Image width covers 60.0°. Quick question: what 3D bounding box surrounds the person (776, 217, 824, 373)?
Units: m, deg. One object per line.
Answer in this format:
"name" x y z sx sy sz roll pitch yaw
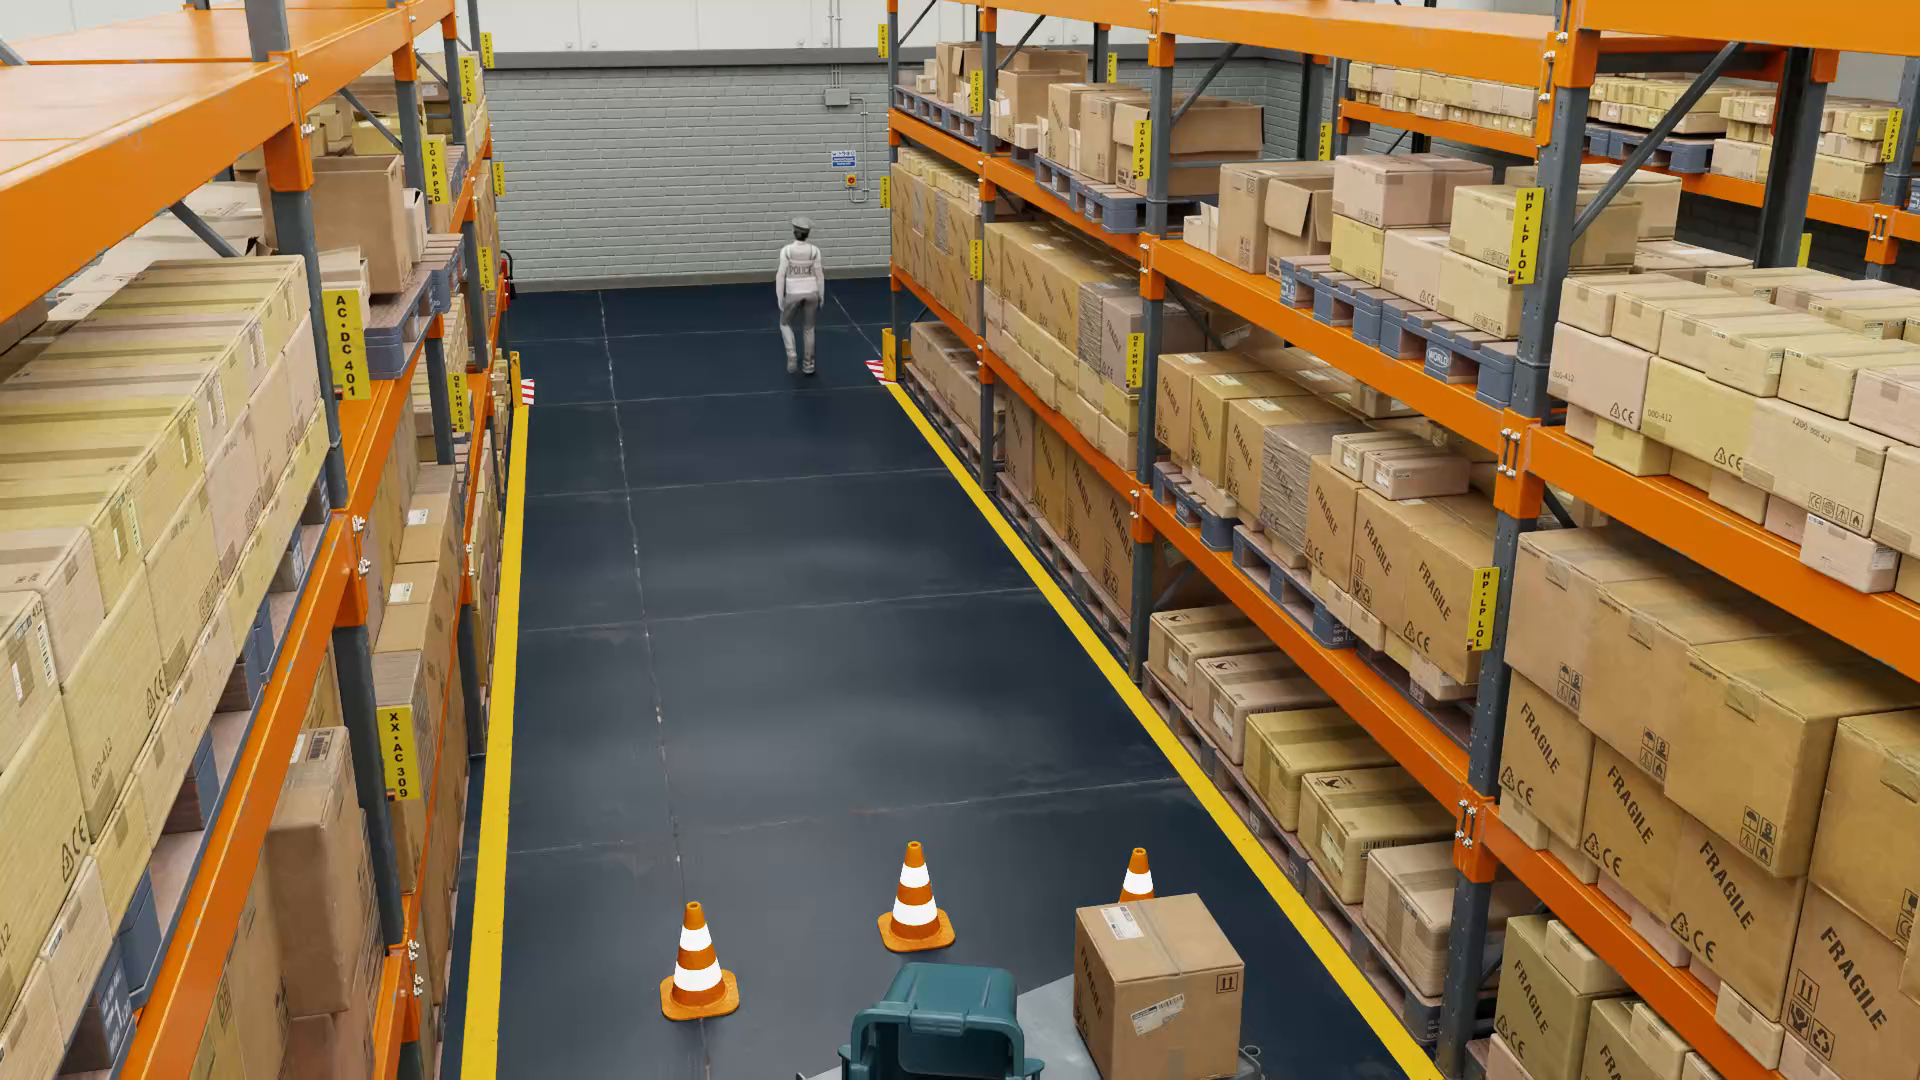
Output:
"person" -1.699 -2.597 17.749 0.526 1.666 0.457 -4 20 -11
